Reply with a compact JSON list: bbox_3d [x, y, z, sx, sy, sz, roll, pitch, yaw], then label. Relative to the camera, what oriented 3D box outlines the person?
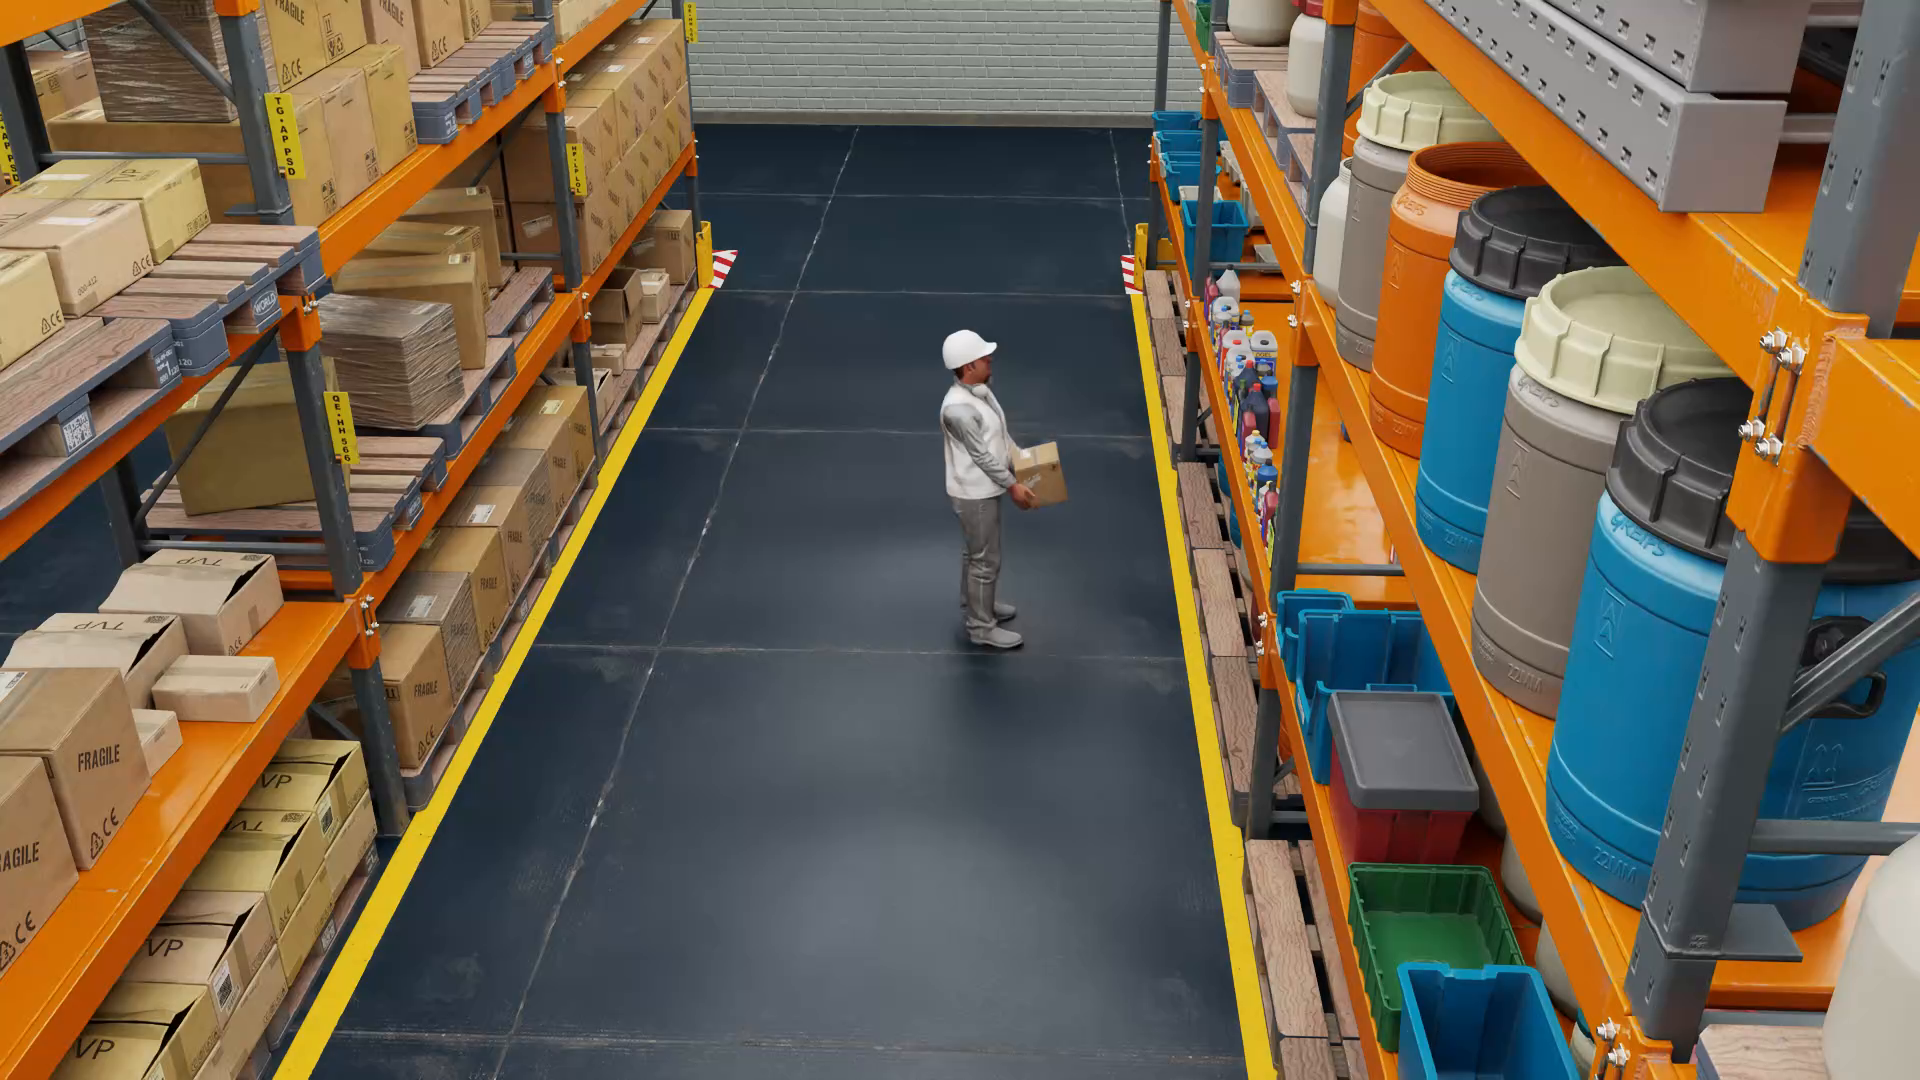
[{"bbox_3d":[0.171,-0.296,9.150,0.533,1.776,0.514,4,28,8],"label":"person"}]
